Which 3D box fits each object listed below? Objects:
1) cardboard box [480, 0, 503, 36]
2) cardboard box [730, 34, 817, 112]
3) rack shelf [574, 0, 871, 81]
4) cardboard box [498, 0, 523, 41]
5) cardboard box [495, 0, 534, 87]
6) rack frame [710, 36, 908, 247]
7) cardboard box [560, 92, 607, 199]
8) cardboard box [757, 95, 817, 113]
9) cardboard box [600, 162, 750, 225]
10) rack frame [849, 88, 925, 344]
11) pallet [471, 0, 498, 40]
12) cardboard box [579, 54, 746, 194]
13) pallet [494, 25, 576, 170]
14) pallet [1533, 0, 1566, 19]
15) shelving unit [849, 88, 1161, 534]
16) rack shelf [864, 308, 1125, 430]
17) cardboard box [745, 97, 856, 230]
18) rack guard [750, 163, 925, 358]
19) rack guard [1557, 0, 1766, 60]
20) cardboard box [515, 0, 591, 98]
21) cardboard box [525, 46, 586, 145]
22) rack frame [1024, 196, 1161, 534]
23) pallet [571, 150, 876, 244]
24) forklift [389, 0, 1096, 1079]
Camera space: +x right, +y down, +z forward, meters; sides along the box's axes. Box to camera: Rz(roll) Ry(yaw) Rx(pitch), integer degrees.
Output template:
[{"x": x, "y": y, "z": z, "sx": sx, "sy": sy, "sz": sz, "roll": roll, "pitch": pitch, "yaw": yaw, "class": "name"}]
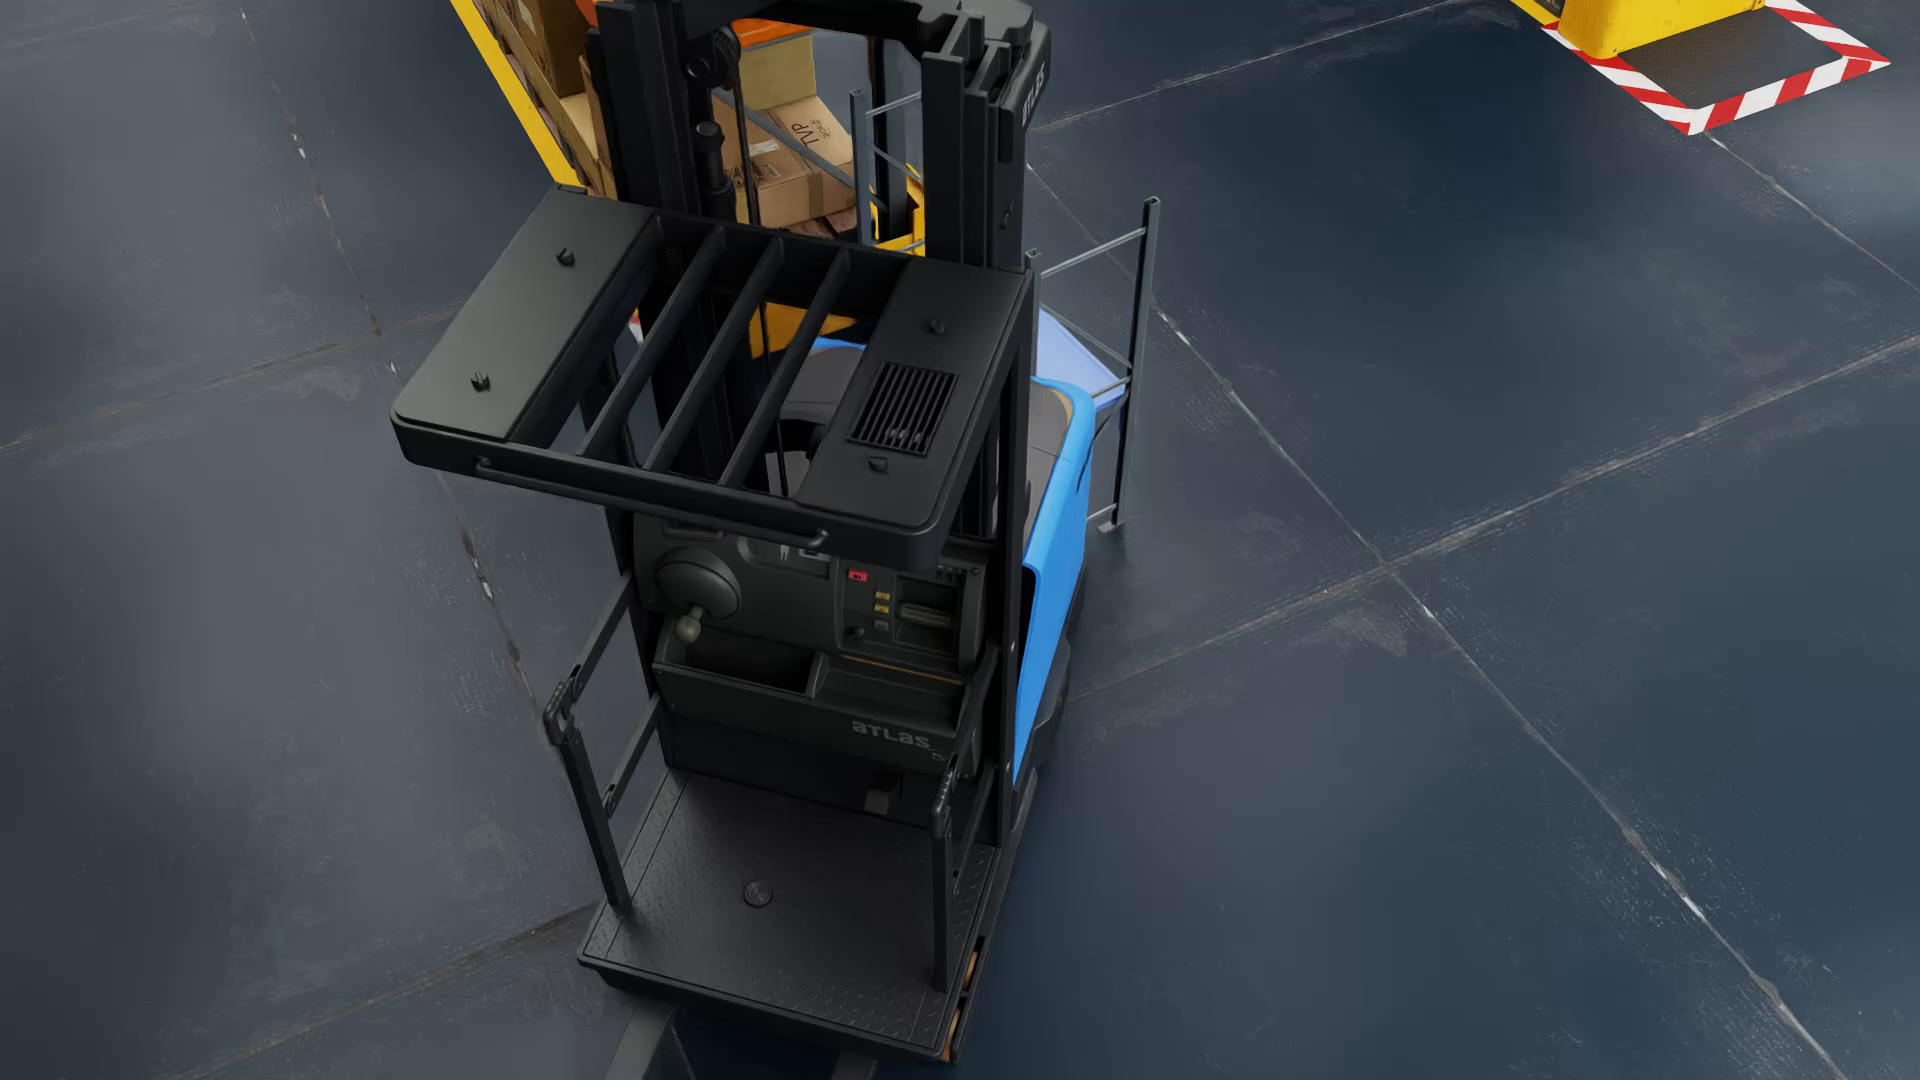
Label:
[{"x": -2.128, "y": -2.788, "z": 8.243, "sx": 0.500, "sy": 0.250, "sz": 0.500, "roll": -21, "pitch": 52, "yaw": -18, "class": "cardboard box"}, {"x": -0.967, "y": -2.215, "z": 7.244, "sx": 0.500, "sy": 0.500, "sz": 0.500, "roll": -21, "pitch": 52, "yaw": -18, "class": "cardboard box"}, {"x": -1.604, "y": -3.067, "z": 7.417, "sx": 1.077, "sy": 0.370, "sz": 4.000, "roll": -21, "pitch": 52, "yaw": -18, "class": "rack shelf"}, {"x": -1.897, "y": -2.701, "z": 7.669, "sx": 0.500, "sy": 0.500, "sz": 0.500, "roll": -21, "pitch": 52, "yaw": -18, "class": "cardboard box"}, {"x": -1.894, "y": -2.455, "z": 7.952, "sx": 0.500, "sy": 0.250, "sz": 0.500, "roll": -21, "pitch": 52, "yaw": -18, "class": "cardboard box"}, {"x": -0.689, "y": -1.965, "z": 5.976, "sx": 1.000, "sy": 3.000, "sz": 0.127, "roll": -21, "pitch": 52, "yaw": -18, "class": "rack frame"}, {"x": -1.436, "y": -1.786, "z": 7.367, "sx": 0.500, "sy": 0.250, "sz": 0.500, "roll": -21, "pitch": 52, "yaw": -18, "class": "cardboard box"}, {"x": -0.968, "y": -1.967, "z": 7.525, "sx": 0.500, "sy": 0.250, "sz": 0.500, "roll": -21, "pitch": 52, "yaw": -18, "class": "cardboard box"}, {"x": -1.197, "y": -1.455, "z": 7.078, "sx": 0.500, "sy": 0.250, "sz": 0.500, "roll": -21, "pitch": 52, "yaw": -18, "class": "cardboard box"}, {"x": -0.156, "y": -1.103, "z": 6.218, "sx": 0.500, "sy": 1.500, "sz": 0.032, "roll": -27, "pitch": 54, "yaw": -22, "class": "rack frame"}, {"x": -2.192, "y": -3.178, "z": 8.889, "sx": 1.003, "sy": 0.211, "sz": 1.213, "roll": -21, "pitch": 52, "yaw": -18, "class": "pallet"}, {"x": -1.199, "y": -1.701, "z": 6.795, "sx": 0.500, "sy": 0.500, "sz": 0.500, "roll": -21, "pitch": 52, "yaw": -18, "class": "cardboard box"}, {"x": -1.630, "y": -2.360, "z": 8.174, "sx": 1.003, "sy": 0.211, "sz": 1.213, "roll": -21, "pitch": 52, "yaw": -18, "class": "pallet"}, {"x": 3.274, "y": -3.331, "z": 9.023, "sx": 1.003, "sy": 0.211, "sz": 1.213, "roll": -21, "pitch": 52, "yaw": -18, "class": "pallet"}, {"x": 0.127, "y": -0.785, "z": 5.940, "sx": 0.538, "sy": 1.500, "sz": 1.048, "roll": -27, "pitch": 54, "yaw": -22, "class": "shelving unit"}, {"x": 0.127, "y": -0.667, "z": 6.076, "sx": 0.538, "sy": 0.185, "sz": 1.000, "roll": -27, "pitch": 54, "yaw": -22, "class": "rack shelf"}, {"x": -0.736, "y": -1.634, "z": 7.234, "sx": 0.500, "sy": 0.250, "sz": 0.500, "roll": -21, "pitch": 52, "yaw": -18, "class": "cardboard box"}, {"x": -0.678, "y": -1.126, "z": 6.903, "sx": 1.175, "sy": 0.500, "sz": 0.348, "roll": -21, "pitch": 52, "yaw": -18, "class": "rack guard"}, {"x": 3.641, "y": -2.880, "z": 8.437, "sx": 1.175, "sy": 0.500, "sz": 0.348, "roll": -21, "pitch": 52, "yaw": -18, "class": "rack guard"}, {"x": -1.669, "y": -2.366, "z": 7.376, "sx": 0.500, "sy": 0.500, "sz": 0.500, "roll": -21, "pitch": 52, "yaw": -18, "class": "cardboard box"}, {"x": -1.667, "y": -2.120, "z": 7.659, "sx": 0.500, "sy": 0.250, "sz": 0.500, "roll": -21, "pitch": 52, "yaw": -18, "class": "cardboard box"}, {"x": 0.410, "y": -0.467, "z": 5.662, "sx": 0.500, "sy": 1.500, "sz": 0.032, "roll": -27, "pitch": 54, "yaw": -22, "class": "rack frame"}, {"x": -1.076, "y": -1.545, "z": 7.461, "sx": 1.003, "sy": 0.211, "sz": 1.213, "roll": -21, "pitch": 52, "yaw": -18, "class": "pallet"}, {"x": -0.449, "y": 0.228, "z": 4.103, "sx": 1.130, "sy": 2.935, "sz": 3.031, "roll": 12, "pitch": 50, "yaw": 10, "class": "forklift"}]
